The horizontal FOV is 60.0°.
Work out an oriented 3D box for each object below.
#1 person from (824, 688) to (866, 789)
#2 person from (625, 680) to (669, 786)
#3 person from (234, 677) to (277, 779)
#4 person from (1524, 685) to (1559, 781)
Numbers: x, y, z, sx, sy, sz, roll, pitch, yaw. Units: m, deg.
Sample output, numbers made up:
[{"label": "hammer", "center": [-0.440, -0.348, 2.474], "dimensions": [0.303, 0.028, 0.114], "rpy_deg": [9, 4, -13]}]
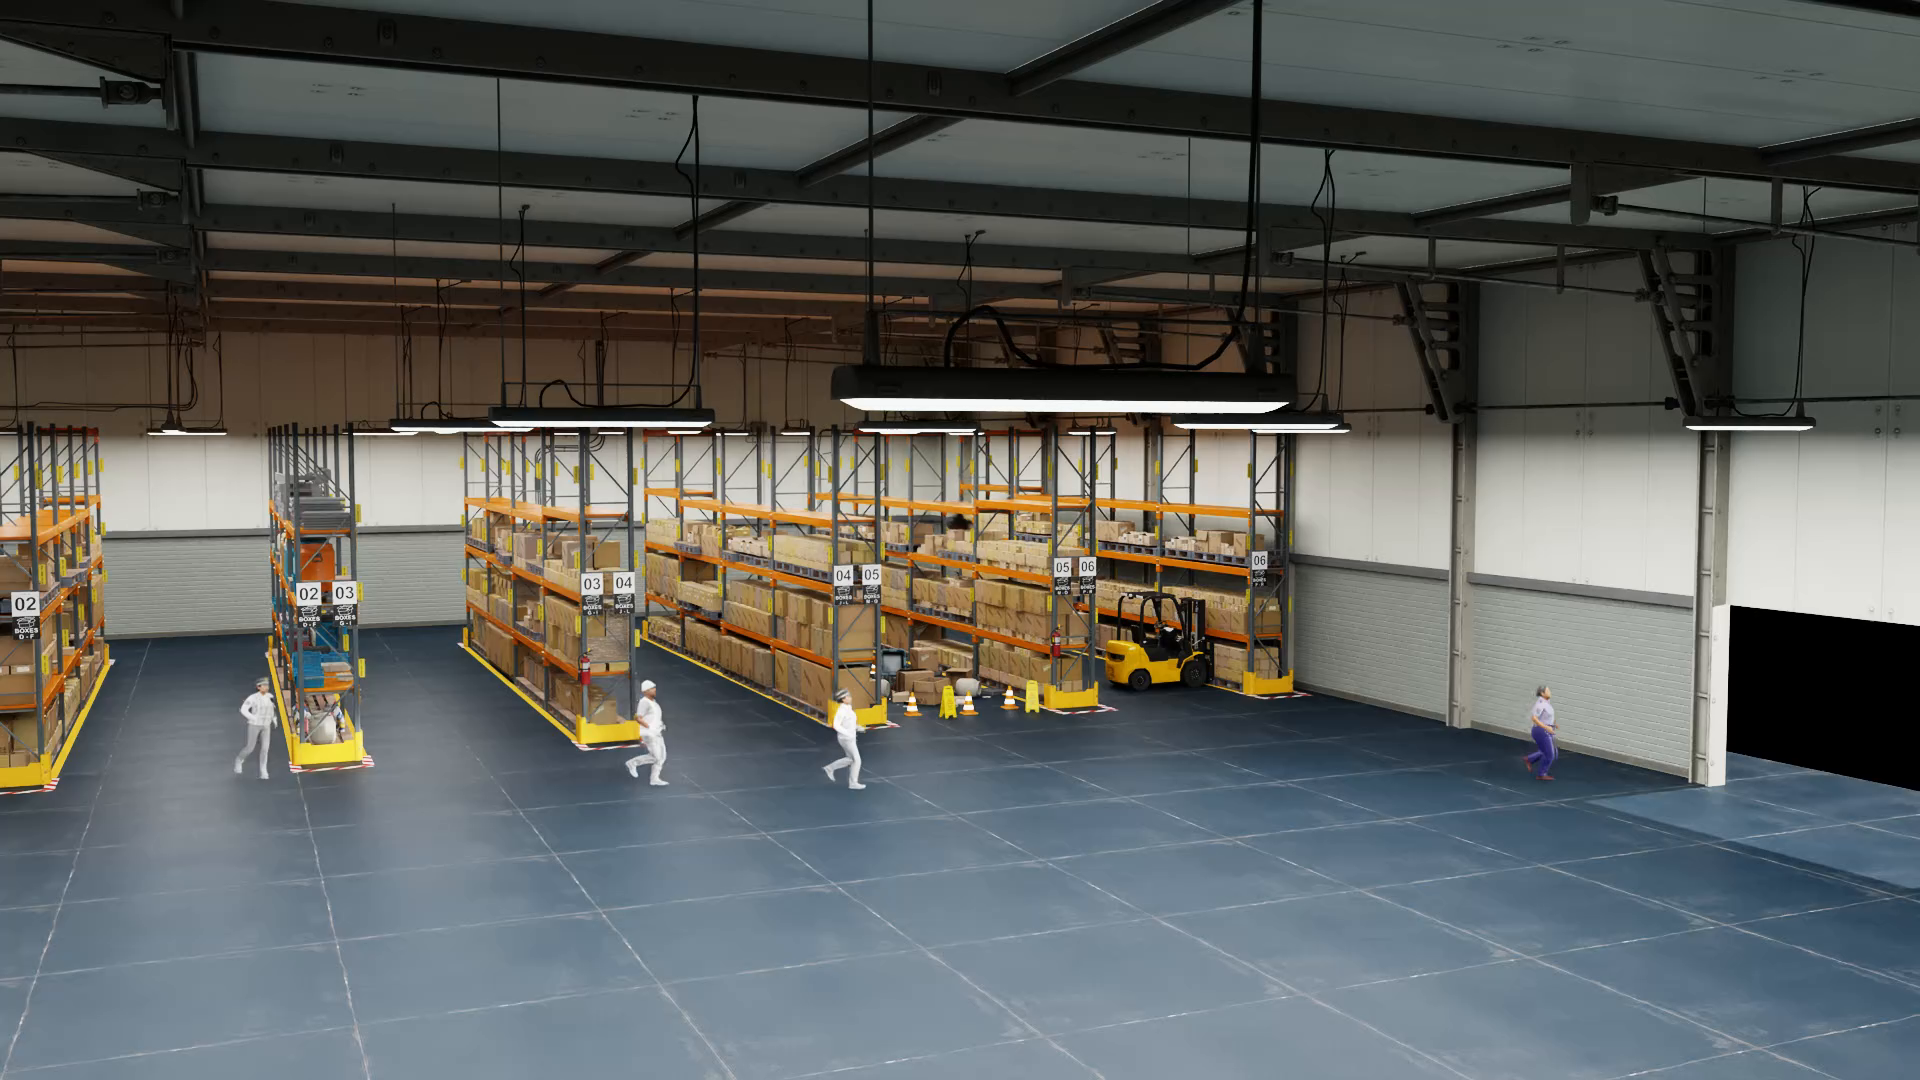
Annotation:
[{"label": "person", "center": [-1.881, 3.236, 27.133], "dimensions": [0.698, 1.649, 0.621], "rpy_deg": [0, 4, 7]}, {"label": "person", "center": [-5.152, 3.182, 27.400], "dimensions": [0.689, 1.743, 0.670], "rpy_deg": [0, 3, 3]}, {"label": "person", "center": [-11.850, 3.158, 28.160], "dimensions": [0.925, 1.660, 0.626], "rpy_deg": [3, 5, 41]}, {"label": "person", "center": [9.716, 3.220, 27.858], "dimensions": [0.556, 1.601, 0.594], "rpy_deg": [2, 4, 29]}]
